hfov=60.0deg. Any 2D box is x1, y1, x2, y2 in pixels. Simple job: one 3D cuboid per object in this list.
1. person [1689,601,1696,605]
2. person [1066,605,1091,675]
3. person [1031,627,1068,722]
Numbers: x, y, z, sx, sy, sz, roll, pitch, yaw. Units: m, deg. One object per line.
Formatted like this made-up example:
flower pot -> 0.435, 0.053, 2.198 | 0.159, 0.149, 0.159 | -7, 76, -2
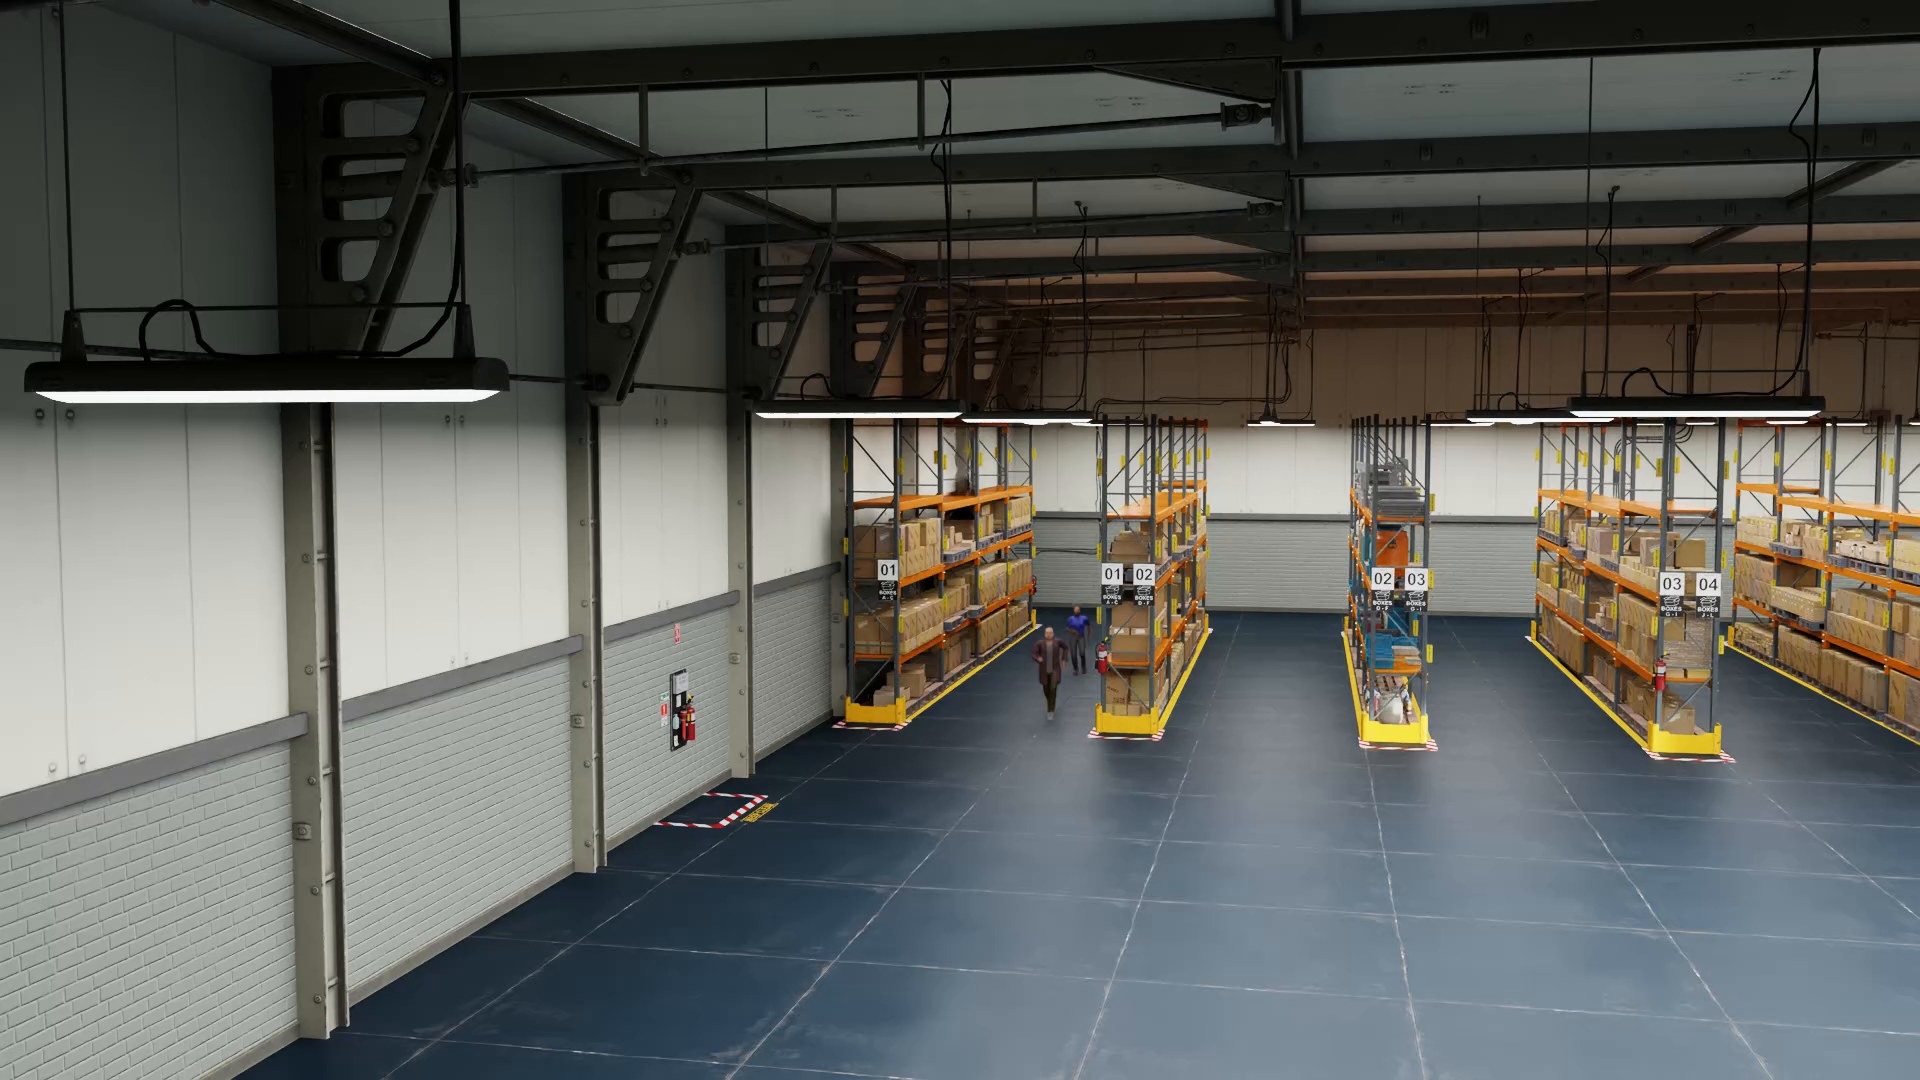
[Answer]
person -> 18.895, 1.995, 42.963 | 0.599, 1.572, 0.834 | 1, 4, 19
person -> 2.750, 2.330, 38.584 | 0.569, 1.627, 0.655 | 0, 4, 5
person -> 1.780, 2.637, 33.078 | 0.740, 1.795, 1.069 | 0, 4, 6
